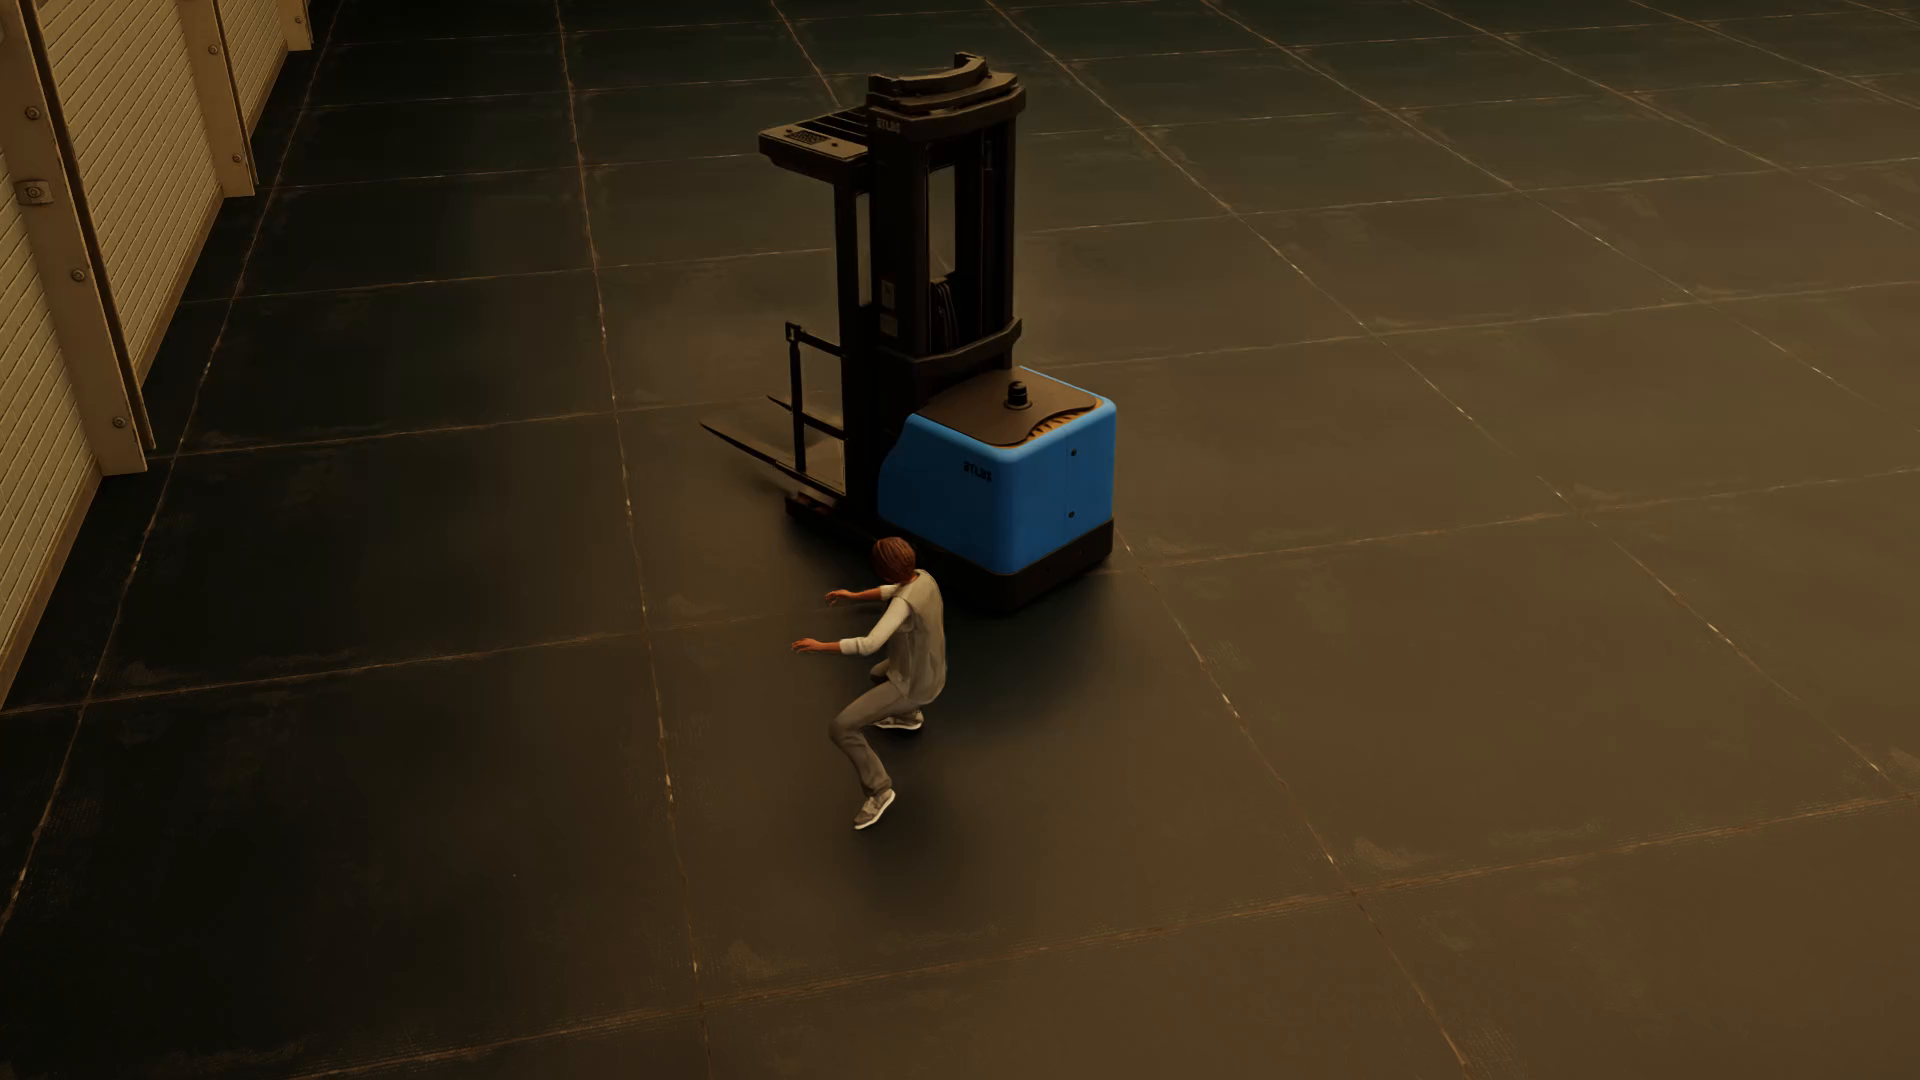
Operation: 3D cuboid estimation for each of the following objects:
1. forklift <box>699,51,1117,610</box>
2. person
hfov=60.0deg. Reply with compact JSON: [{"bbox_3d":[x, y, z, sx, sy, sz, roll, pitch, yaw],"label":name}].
[{"bbox_3d":[-0.476,-1.488,10.145,3.031,2.935,1.130,26,39,37],"label":"forklift"},{"bbox_3d":[-0.395,0.603,8.099,0.658,1.359,0.955,11,32,18],"label":"person"}]
